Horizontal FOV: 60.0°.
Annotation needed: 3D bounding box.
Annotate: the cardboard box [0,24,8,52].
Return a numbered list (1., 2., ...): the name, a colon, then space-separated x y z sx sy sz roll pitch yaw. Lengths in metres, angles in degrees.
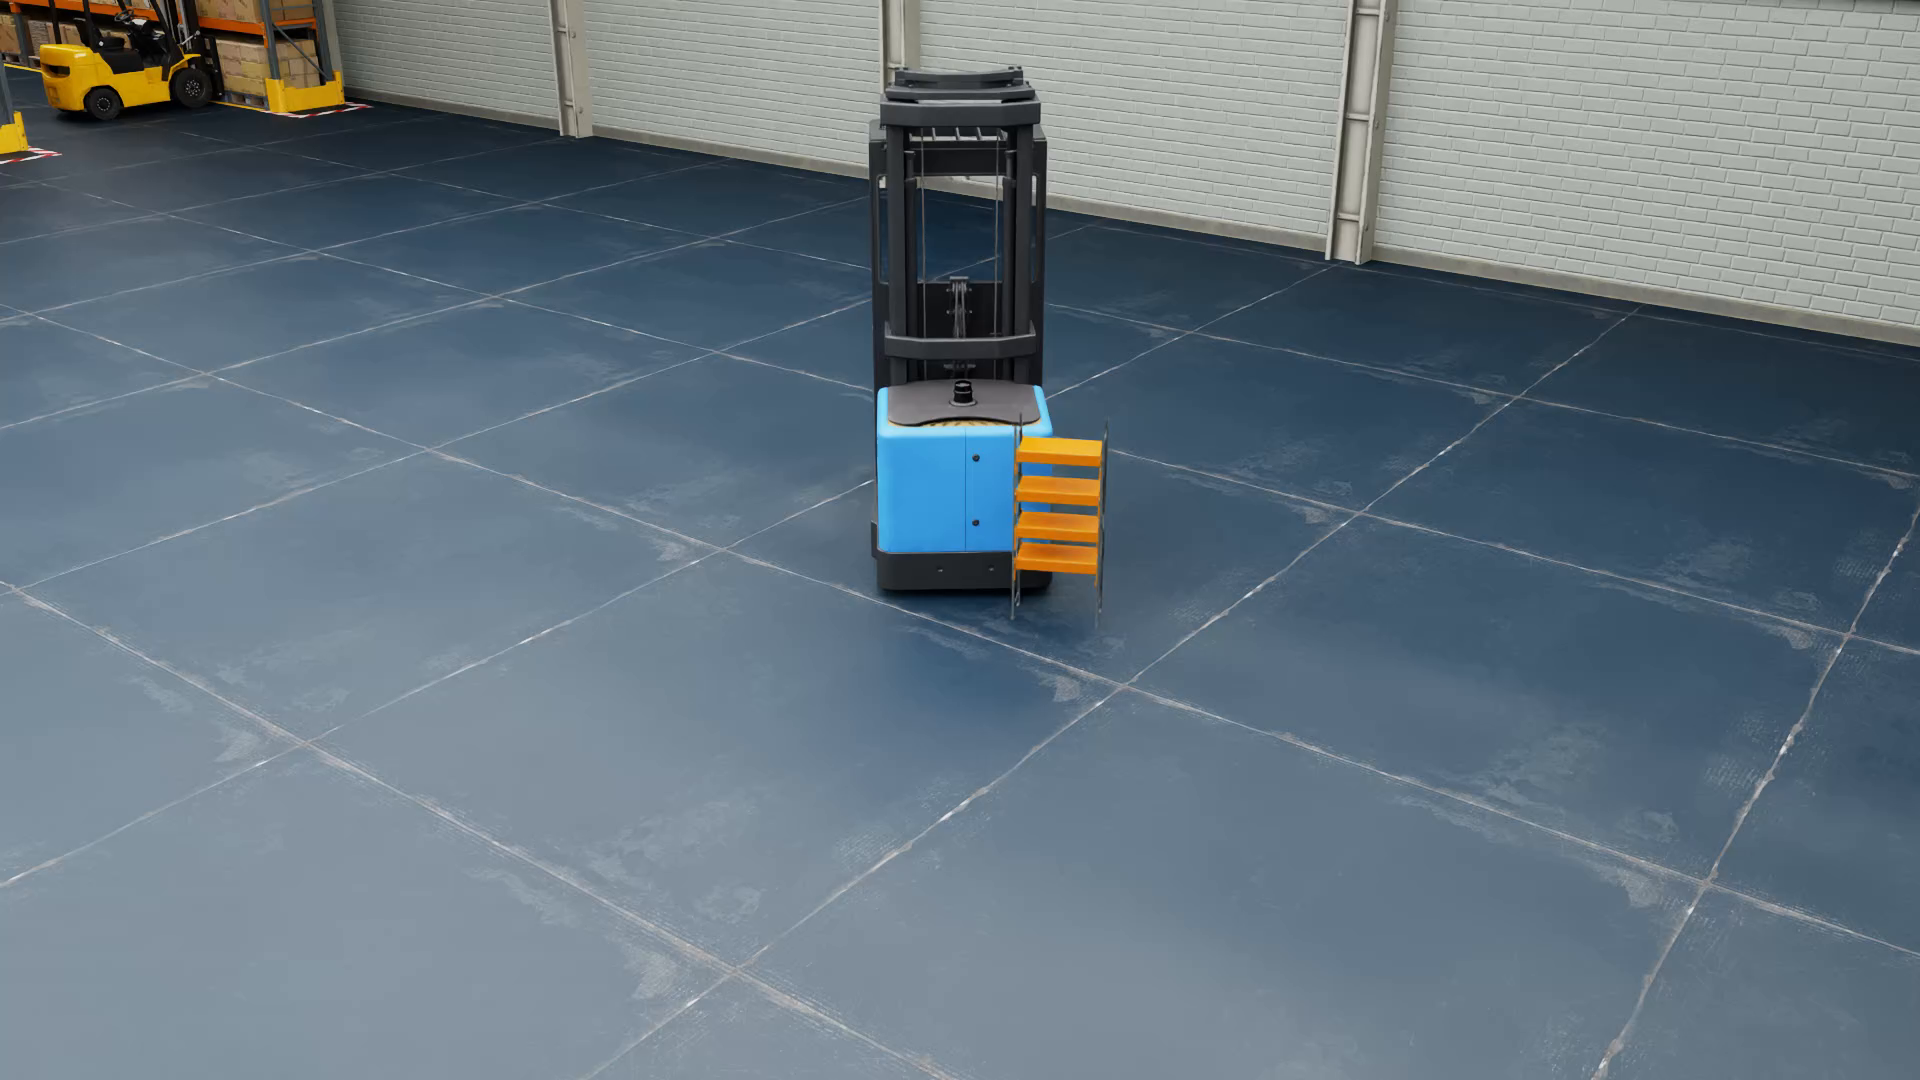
1. cardboard box: -17.577 -9.353 30.837 0.500 0.500 0.500 16 29 33

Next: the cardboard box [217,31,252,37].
1. cardboard box: -11.787 -8.152 27.181 0.500 0.250 0.500 16 28 32

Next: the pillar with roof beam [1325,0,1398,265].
1. pillar with roof beam: 1.491 -5.676 12.471 0.400 9.000 9.100 17 29 33

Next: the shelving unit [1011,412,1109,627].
1. shelving unit: 0.567 -0.108 9.507 0.503 1.200 0.258 4 24 9

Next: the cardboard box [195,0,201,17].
1. cardboard box: -12.094 -8.663 26.568 0.500 0.500 0.500 17 29 34

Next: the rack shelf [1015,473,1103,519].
1. rack shelf: 0.567 -0.251 9.444 0.480 0.148 0.258 4 24 9

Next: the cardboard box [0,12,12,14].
1. cardboard box: -17.684 -9.664 30.739 0.250 0.149 0.380 16 28 32

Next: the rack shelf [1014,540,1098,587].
1. rack shelf: 0.567 0.135 9.615 0.480 0.148 0.258 4 24 9

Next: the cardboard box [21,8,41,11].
1. cardboard box: -17.551 -9.922 31.324 0.250 0.149 0.380 15 28 31

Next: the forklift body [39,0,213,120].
1. forklift body: -12.925 -7.694 25.546 1.214 2.155 2.313 17 29 33

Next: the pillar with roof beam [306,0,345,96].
1. pillar with roof beam: -12.912 -10.028 22.350 0.400 9.000 9.100 17 29 33

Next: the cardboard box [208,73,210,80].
1. cardboard box: -12.096 -7.524 26.996 0.500 0.250 0.500 18 29 35

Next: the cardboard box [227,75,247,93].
1. cardboard box: -11.272 -7.282 26.446 0.500 0.250 0.500 17 29 33

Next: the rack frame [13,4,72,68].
1. rack frame: -16.715 -10.147 30.061 0.127 3.000 1.000 17 29 33

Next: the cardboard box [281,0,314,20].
1. cardboard box: -10.544 -8.468 26.125 0.500 0.500 0.500 18 29 35

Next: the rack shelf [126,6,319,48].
1. rack shelf: -11.914 -8.367 26.913 4.000 0.370 1.077 17 29 33

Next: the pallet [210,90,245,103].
1. pallet: -11.923 -7.404 27.291 1.213 0.211 1.003 17 29 33

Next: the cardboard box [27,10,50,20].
1. cardboard box: -17.142 -9.792 31.029 0.250 0.149 0.380 18 29 35

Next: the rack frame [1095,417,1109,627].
1. rack frame: 0.807 -0.091 9.468 0.015 1.200 0.240 4 24 9

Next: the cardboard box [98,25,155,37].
1. cardboard box: -14.555 -8.598 28.969 0.625 0.625 0.875 16 29 33

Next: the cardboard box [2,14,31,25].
1. cardboard box: -17.262 -9.530 30.435 0.250 0.149 0.380 15 28 31

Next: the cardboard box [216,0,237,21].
1. cardboard box: -11.275 -8.421 26.019 0.500 0.500 0.500 18 29 35

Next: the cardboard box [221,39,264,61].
1. cardboard box: -11.282 -7.737 26.238 0.500 0.250 0.500 17 29 34

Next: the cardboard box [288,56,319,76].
1. cardboard box: -10.566 -7.556 26.449 0.500 0.250 0.500 17 29 34

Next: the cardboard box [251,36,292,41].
1. cardboard box: -10.987 -7.901 26.612 0.500 0.250 0.500 17 29 33

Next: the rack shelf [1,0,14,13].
1. rack shelf: -18.316 -10.302 31.303 4.000 0.370 1.077 17 29 33

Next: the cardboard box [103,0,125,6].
1. cardboard box: -14.075 -9.149 27.981 0.500 0.250 0.500 18 29 34

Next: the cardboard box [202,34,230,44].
1. cardboard box: -12.092 -7.980 26.792 0.500 0.250 0.500 16 28 32

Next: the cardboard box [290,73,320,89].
1. cardboard box: -10.590 -7.329 26.552 0.500 0.250 0.500 17 29 34

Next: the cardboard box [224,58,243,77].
1. cardboard box: -11.286 -7.517 26.360 0.500 0.250 0.500 16 29 33

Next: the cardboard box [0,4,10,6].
1. cardboard box: -18.387 -10.165 31.874 0.250 0.149 0.380 17 29 34

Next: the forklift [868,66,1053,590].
1. forklift: -0.024 -1.594 10.733 1.130 2.935 3.031 -1 24 -2

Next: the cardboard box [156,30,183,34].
1. cardboard box: -12.913 -8.227 27.350 0.500 0.250 0.500 17 29 33

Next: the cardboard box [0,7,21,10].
1. cardboard box: -18.013 -10.015 31.534 0.250 0.149 0.380 17 29 34

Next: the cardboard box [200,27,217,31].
1. cardboard box: -12.590 -8.397 27.738 0.500 0.250 0.500 16 29 33

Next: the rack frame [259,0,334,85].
1. rack frame: -10.314 -8.213 25.670 0.127 3.000 1.000 17 29 33

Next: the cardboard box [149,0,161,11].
1. cardboard box: -12.889 -8.914 27.137 0.500 0.500 0.500 17 29 34

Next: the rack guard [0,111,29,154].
1. rack guard: -13.349 -5.485 22.579 0.348 0.500 1.175 17 29 33

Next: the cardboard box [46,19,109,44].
1. cardboard box: -15.697 -8.942 29.750 0.625 0.625 0.875 18 29 35

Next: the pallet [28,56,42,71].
1. pallet: -16.080 -8.660 30.142 1.213 0.211 1.003 17 29 33
